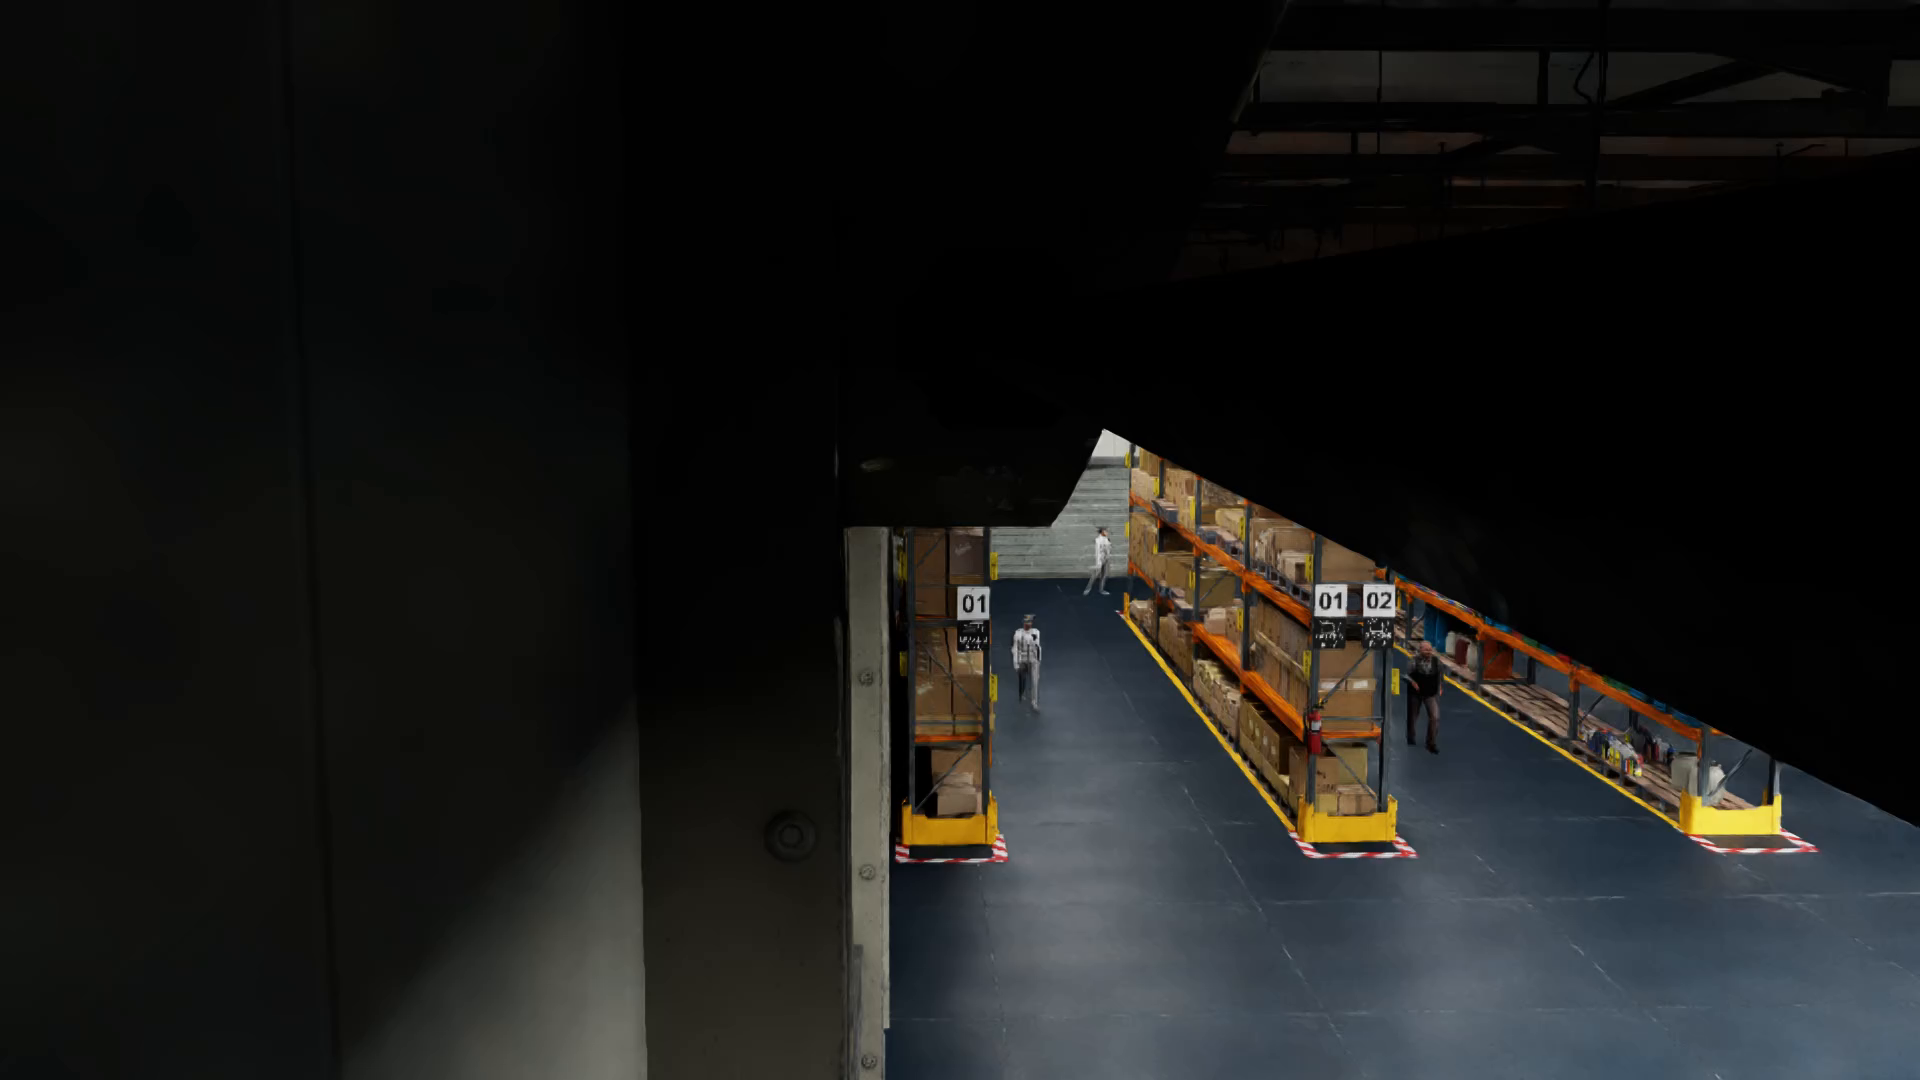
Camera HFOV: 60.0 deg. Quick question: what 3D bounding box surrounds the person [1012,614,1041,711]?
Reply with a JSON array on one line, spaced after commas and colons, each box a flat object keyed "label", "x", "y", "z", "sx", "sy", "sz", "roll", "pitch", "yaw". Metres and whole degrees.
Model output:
[{"label": "person", "x": 1.111, "y": 1.990, "z": 27.645, "sx": 0.495, "sy": 1.589, "sz": 1.086, "roll": 0, "pitch": 7, "yaw": 0}]

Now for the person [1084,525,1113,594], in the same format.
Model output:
[{"label": "person", "x": 3.258, "y": 0.471, "z": 39.394, "sx": 0.480, "sy": 1.666, "sz": 0.666, "roll": 7, "pitch": 10, "yaw": 42}]

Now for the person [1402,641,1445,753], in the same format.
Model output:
[{"label": "person", "x": 6.962, "y": 2.315, "z": 24.993, "sx": 0.679, "sy": 1.658, "sz": 0.866, "roll": 0, "pitch": 7, "yaw": 3}]
